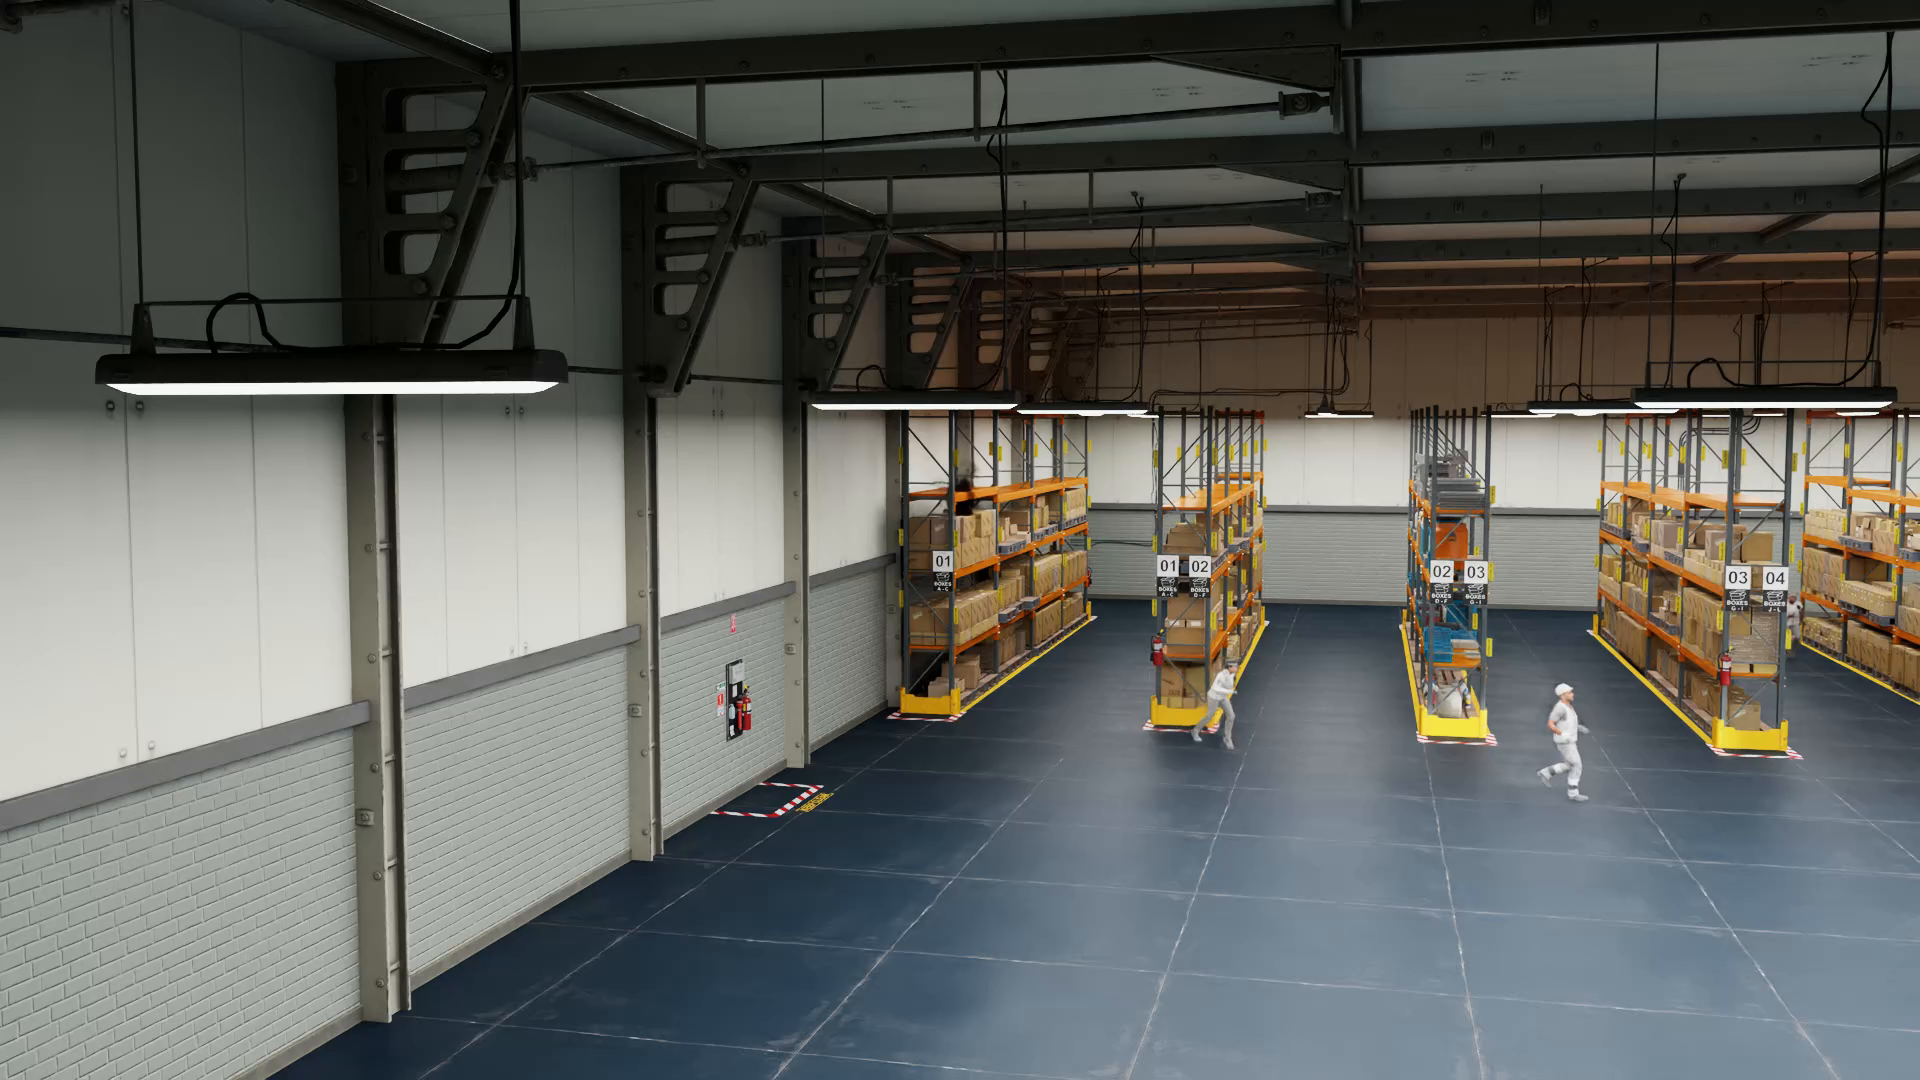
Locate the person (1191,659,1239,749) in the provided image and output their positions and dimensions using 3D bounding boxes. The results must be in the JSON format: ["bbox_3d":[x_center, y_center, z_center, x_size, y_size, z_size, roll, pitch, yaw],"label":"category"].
[{"bbox_3d":[4.499,2.858,29.293,0.951,1.622,0.655,4,5,41],"label":"person"}]

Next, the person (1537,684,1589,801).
[{"bbox_3d":[9.118,3.046,25.136,0.786,1.749,0.663,3,5,34],"label":"person"}]

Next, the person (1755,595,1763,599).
[{"bbox_3d":[20.535,1.736,43.378,1.017,1.670,0.800,-4,5,-41],"label":"person"}]

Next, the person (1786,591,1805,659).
[{"bbox_3d":[19.884,2.033,39.702,0.607,1.634,0.773,1,4,11],"label":"person"}]
